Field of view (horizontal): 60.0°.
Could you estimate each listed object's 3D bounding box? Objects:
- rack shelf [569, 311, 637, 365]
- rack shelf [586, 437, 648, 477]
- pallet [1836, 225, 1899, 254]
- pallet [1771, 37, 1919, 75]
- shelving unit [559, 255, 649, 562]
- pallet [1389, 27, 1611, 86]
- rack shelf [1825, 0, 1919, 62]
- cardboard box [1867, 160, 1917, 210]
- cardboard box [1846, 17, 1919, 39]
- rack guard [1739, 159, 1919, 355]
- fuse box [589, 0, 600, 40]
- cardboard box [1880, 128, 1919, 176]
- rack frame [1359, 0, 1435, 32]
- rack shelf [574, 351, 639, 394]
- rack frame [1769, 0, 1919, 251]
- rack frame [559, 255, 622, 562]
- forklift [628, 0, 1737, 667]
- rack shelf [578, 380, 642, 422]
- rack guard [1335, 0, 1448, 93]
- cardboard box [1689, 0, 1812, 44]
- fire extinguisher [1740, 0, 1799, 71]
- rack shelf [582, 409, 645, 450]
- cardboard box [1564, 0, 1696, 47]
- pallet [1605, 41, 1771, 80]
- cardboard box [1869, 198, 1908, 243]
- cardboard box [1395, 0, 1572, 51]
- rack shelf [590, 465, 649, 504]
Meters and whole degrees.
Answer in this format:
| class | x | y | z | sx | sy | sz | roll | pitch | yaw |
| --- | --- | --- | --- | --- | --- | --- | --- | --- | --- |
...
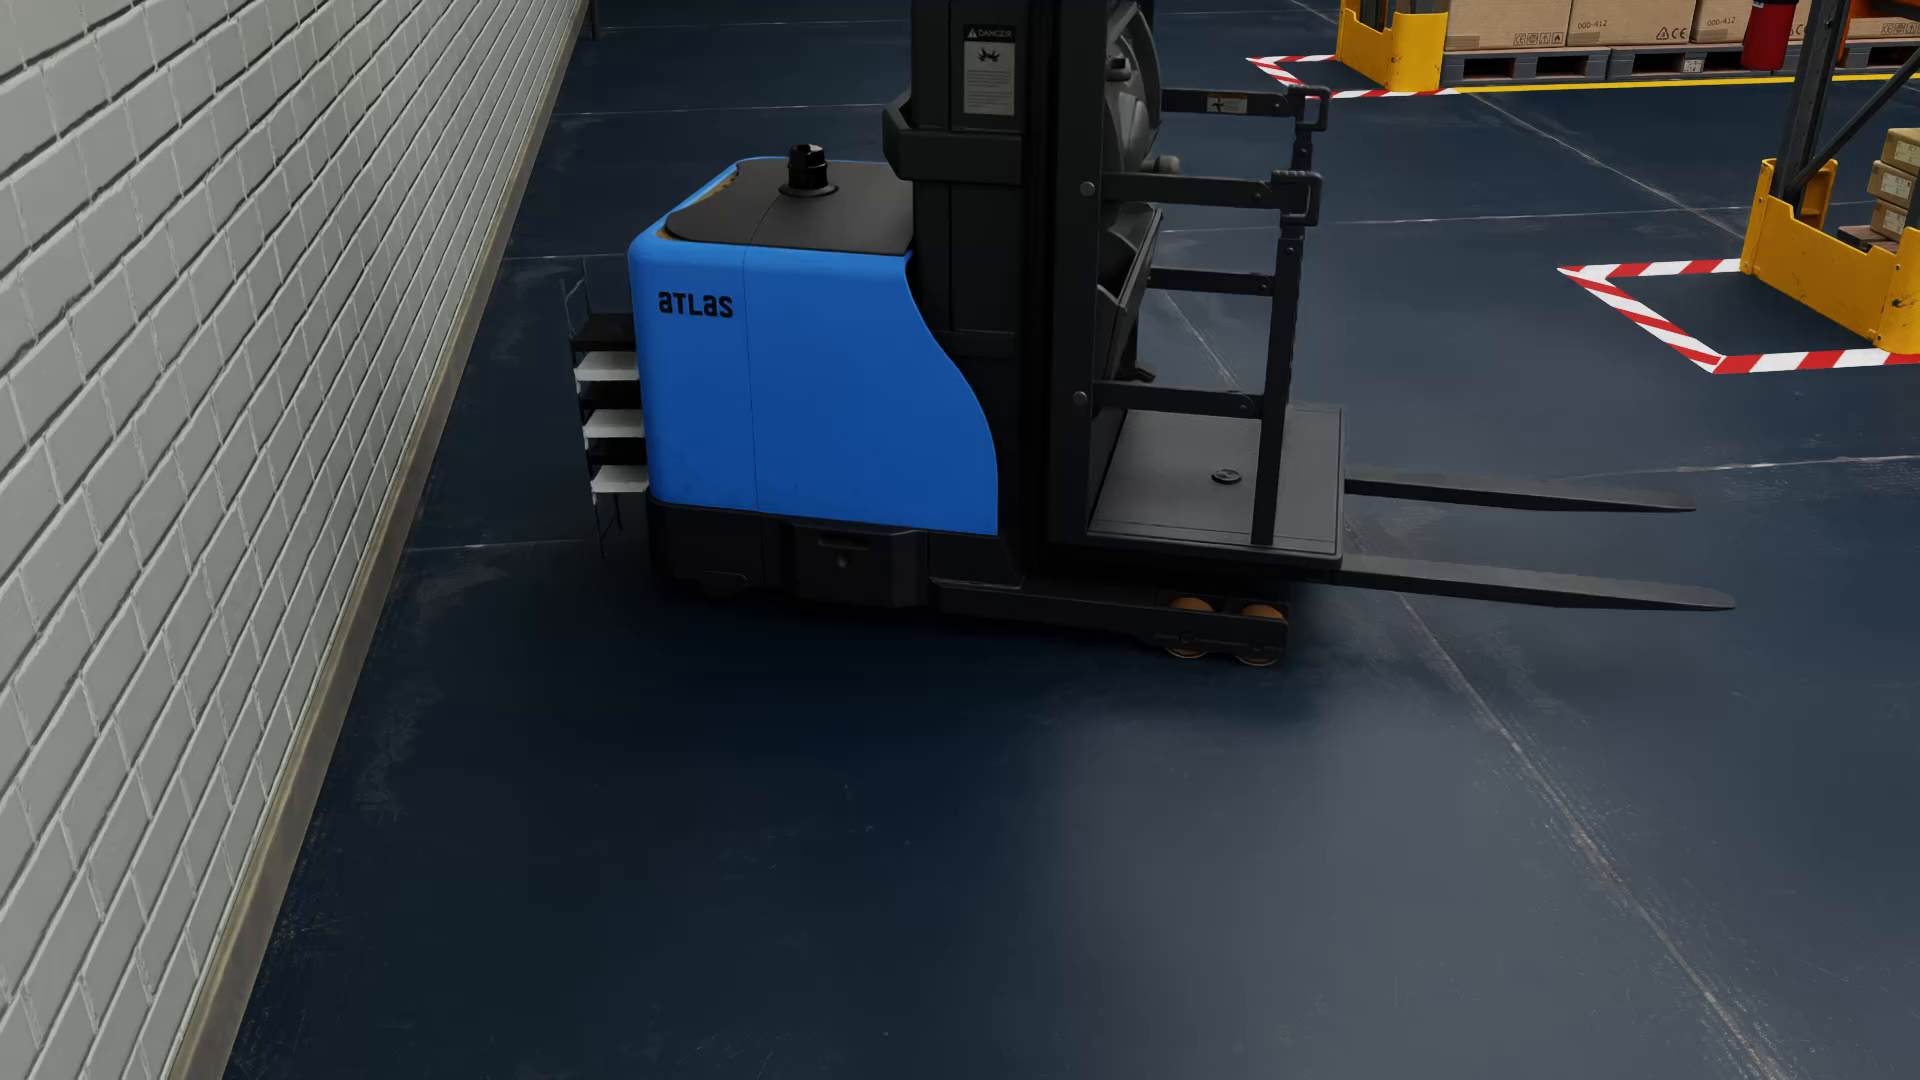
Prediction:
| class | x | y | z | sx | sy | sz | roll | pitch | yaw |
| --- | --- | --- | --- | --- | --- | --- | --- | --- | --- |
| rack shelf | -1.016 | -0.599 | 4.905 | 0.200 | 0.077 | 0.258 | 0 | 27 | 4 |
| rack shelf | -1.004 | -0.278 | 5.069 | 0.200 | 0.077 | 0.258 | 0 | 27 | 4 |
| pallet | 4.652 | -1.147 | 7.254 | 1.213 | 0.211 | 1.003 | -4 | 27 | -7 |
| pallet | 6.175 | -3.579 | 11.994 | 1.213 | 0.211 | 1.003 | -4 | 27 | -7 |
| shelving unit | -1.008 | -0.388 | 5.013 | 0.210 | 0.900 | 0.258 | 0 | 27 | 4 |
| pallet | 3.759 | -3.424 | 11.692 | 1.213 | 0.211 | 1.003 | -4 | 27 | -7 |
| rack shelf | 5.748 | -2.154 | 6.951 | 4.000 | 0.370 | 1.077 | -4 | 27 | -7 |
| cardboard box | 4.250 | -1.560 | 7.342 | 0.250 | 0.149 | 0.380 | -4 | 27 | -8 |
| cardboard box | 6.302 | -3.888 | 11.889 | 0.875 | 0.438 | 0.875 | -4 | 27 | -8 |
| rack guard | 3.843 | -1.240 | 7.119 | 0.348 | 0.500 | 1.175 | -4 | 27 | -7 |
| fuse box | -2.751 | -4.595 | 12.331 | 0.414 | 1.711 | 0.539 | -4 | 27 | -7 |
| cardboard box | 4.257 | -1.678 | 7.247 | 0.250 | 0.149 | 0.380 | -3 | 27 | -7 |
| rack frame | 2.978 | -4.578 | 10.887 | 0.127 | 3.000 | 1.000 | -4 | 27 | -7 |
| rack shelf | -1.013 | -0.519 | 4.946 | 0.200 | 0.077 | 0.258 | 0 | 27 | 4 |
| rack frame | 3.768 | -2.347 | 6.539 | 0.127 | 3.000 | 1.000 | -4 | 27 | -7 |
| rack frame | -1.109 | -0.388 | 5.020 | 0.006 | 0.900 | 0.240 | 0 | 27 | 4 |
| forklift | 0.654 | -1.222 | 4.421 | 3.031 | 2.935 | 1.130 | 6 | 28 | 11 |
| rack shelf | -1.010 | -0.438 | 4.987 | 0.200 | 0.077 | 0.258 | 0 | 27 | 4 |
| rack guard | 2.954 | -3.465 | 11.455 | 0.348 | 0.500 | 1.175 | -4 | 27 | -7 |
| cardboard box | 5.416 | -3.831 | 11.777 | 0.875 | 0.438 | 0.875 | -4 | 27 | -9 |
| fire extinguisher | 3.454 | -2.339 | 7.017 | 0.183 | 0.674 | 0.296 | -4 | 27 | -7 |
| rack shelf | -1.007 | -0.358 | 5.028 | 0.200 | 0.077 | 0.258 | 0 | 27 | 4 |
| cardboard box | 4.523 | -3.774 | 11.667 | 0.875 | 0.438 | 0.875 | -3 | 27 | -6 |
| pallet | 4.964 | -3.500 | 11.840 | 1.213 | 0.211 | 1.003 | -4 | 27 | -7 |
| cardboard box | 4.260 | -1.393 | 7.342 | 0.250 | 0.149 | 0.380 | -3 | 27 | -6 |
| cardboard box | 3.618 | -3.712 | 11.546 | 0.875 | 0.438 | 0.875 | -5 | 28 | -9 |
| rack shelf | -1.001 | -0.198 | 5.110 | 0.200 | 0.077 | 0.258 | 0 | 27 | 4 |
